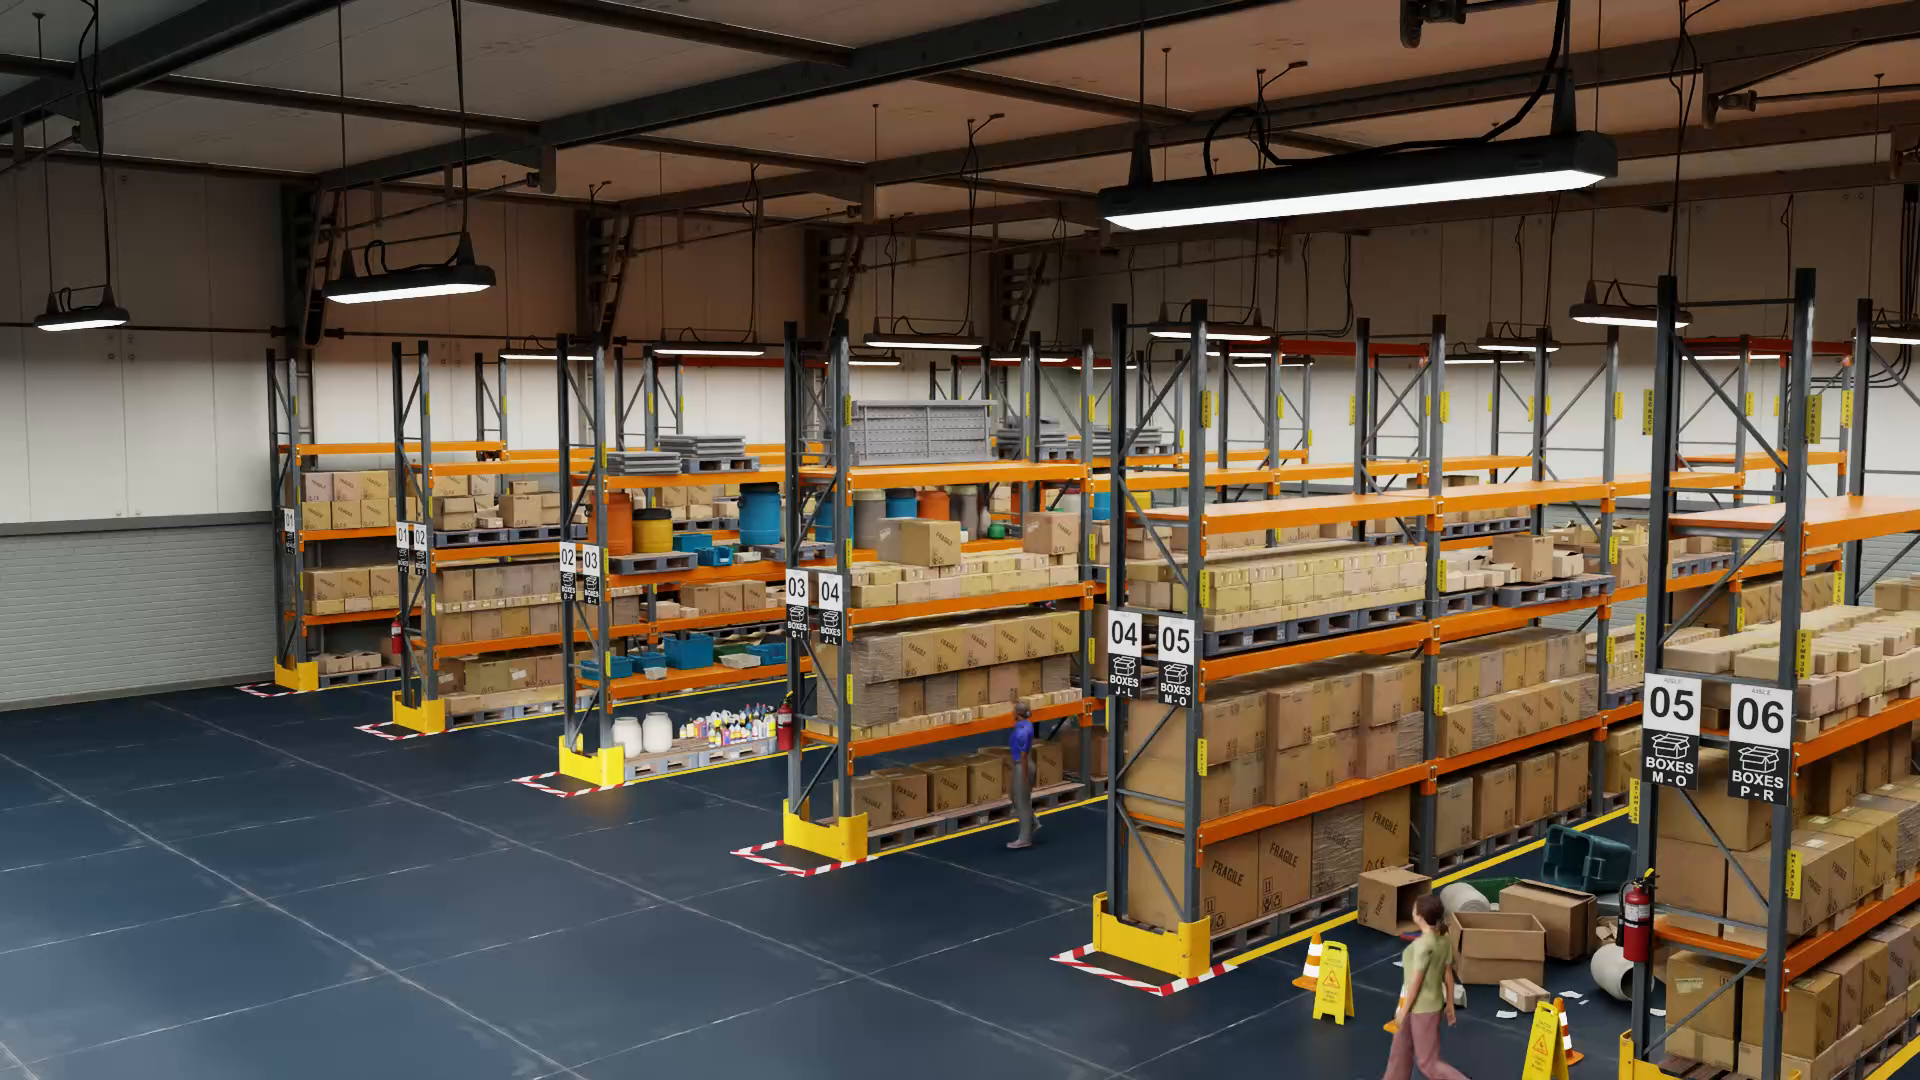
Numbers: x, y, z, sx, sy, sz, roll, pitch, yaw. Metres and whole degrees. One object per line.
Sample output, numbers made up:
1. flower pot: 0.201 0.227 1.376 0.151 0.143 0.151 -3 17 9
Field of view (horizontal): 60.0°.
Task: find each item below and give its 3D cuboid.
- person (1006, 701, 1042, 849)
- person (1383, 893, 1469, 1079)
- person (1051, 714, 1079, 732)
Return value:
1. person: 0.743 2.676 19.128 0.396 1.676 0.564 0 5 4
2. person: 3.318 3.323 11.774 0.953 1.644 0.420 2 5 23
3. person: 1.651 2.059 25.414 0.519 1.799 0.566 1 5 8
